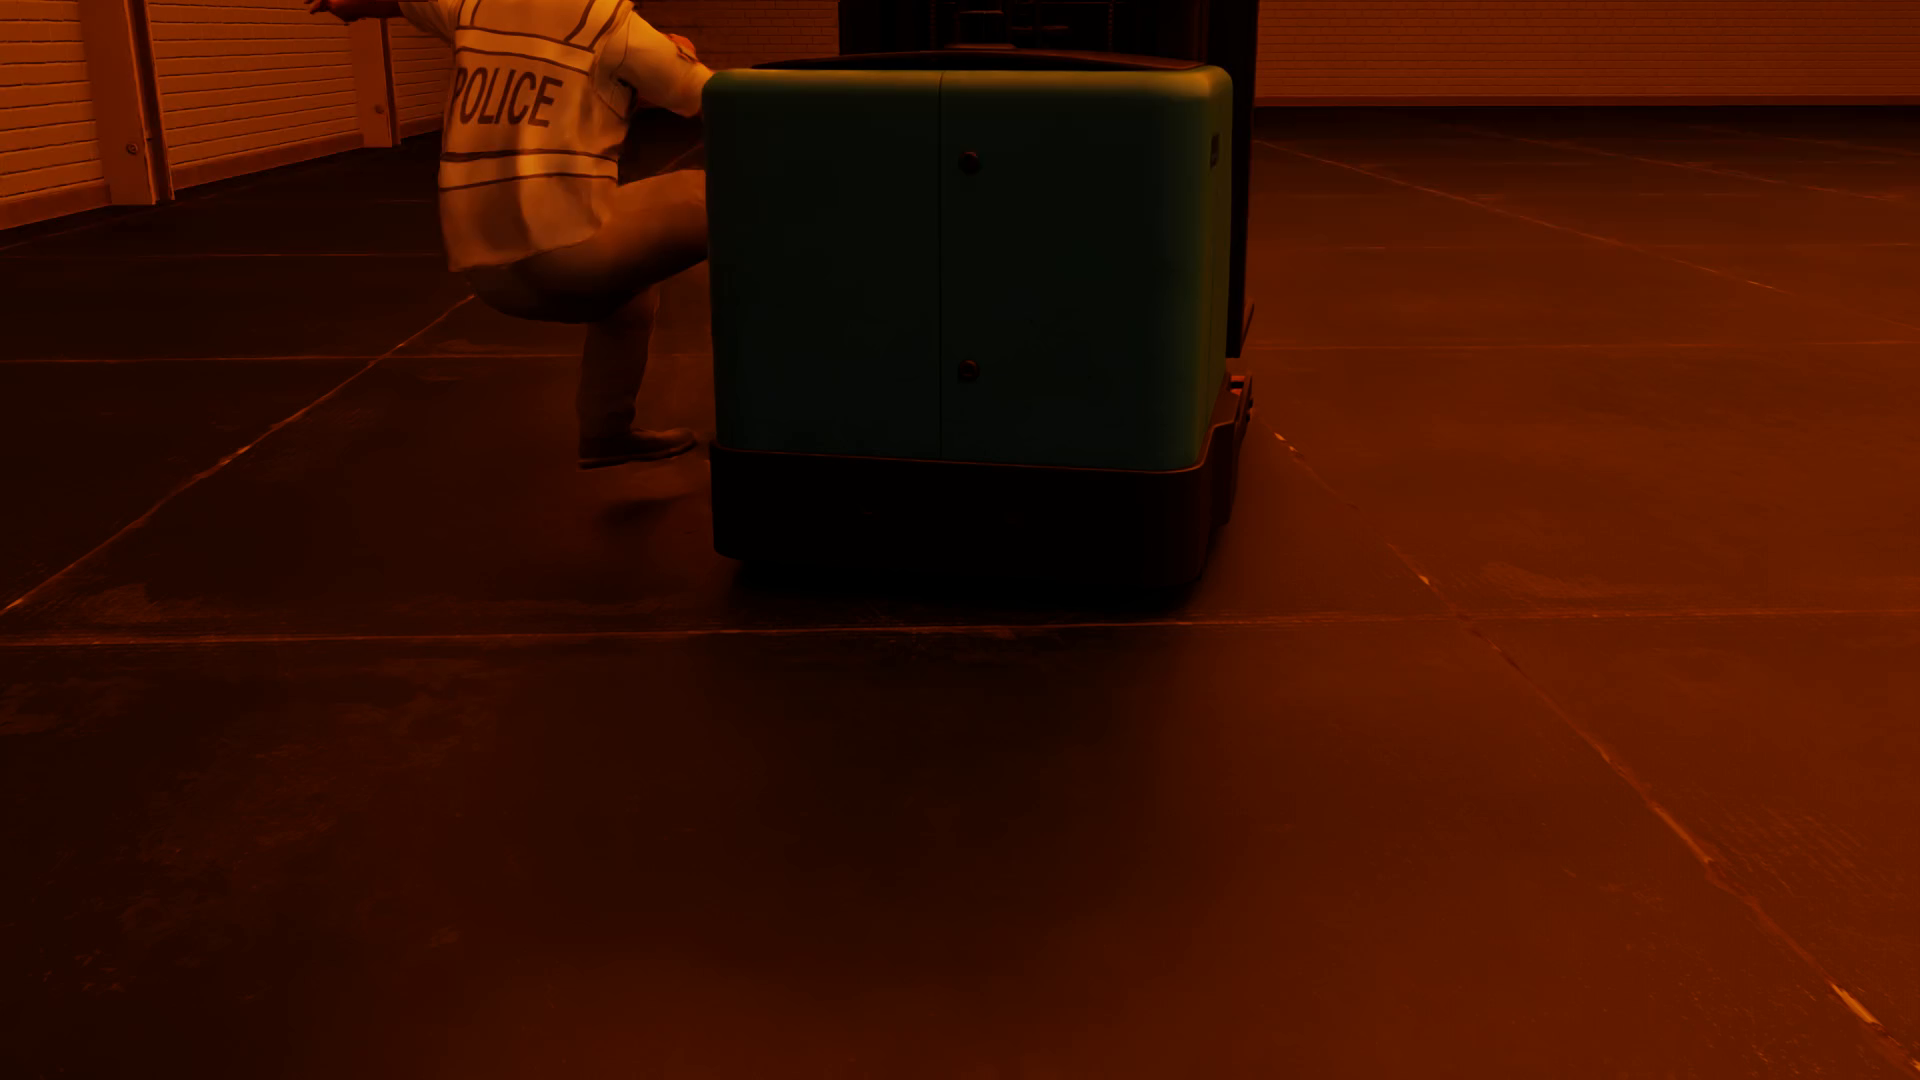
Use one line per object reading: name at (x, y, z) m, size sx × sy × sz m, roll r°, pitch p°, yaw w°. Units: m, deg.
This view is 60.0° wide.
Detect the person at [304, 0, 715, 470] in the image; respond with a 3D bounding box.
person at (-0.982, -0.864, 4.151) m, size 1.589 × 1.373 × 0.817 m, roll 8°, pitch 19°, yaw 25°

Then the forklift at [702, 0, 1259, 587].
forklift at (0.274, -1.696, 4.452) m, size 1.130 × 2.935 × 3.031 m, roll 4°, pitch 17°, yaw 11°
